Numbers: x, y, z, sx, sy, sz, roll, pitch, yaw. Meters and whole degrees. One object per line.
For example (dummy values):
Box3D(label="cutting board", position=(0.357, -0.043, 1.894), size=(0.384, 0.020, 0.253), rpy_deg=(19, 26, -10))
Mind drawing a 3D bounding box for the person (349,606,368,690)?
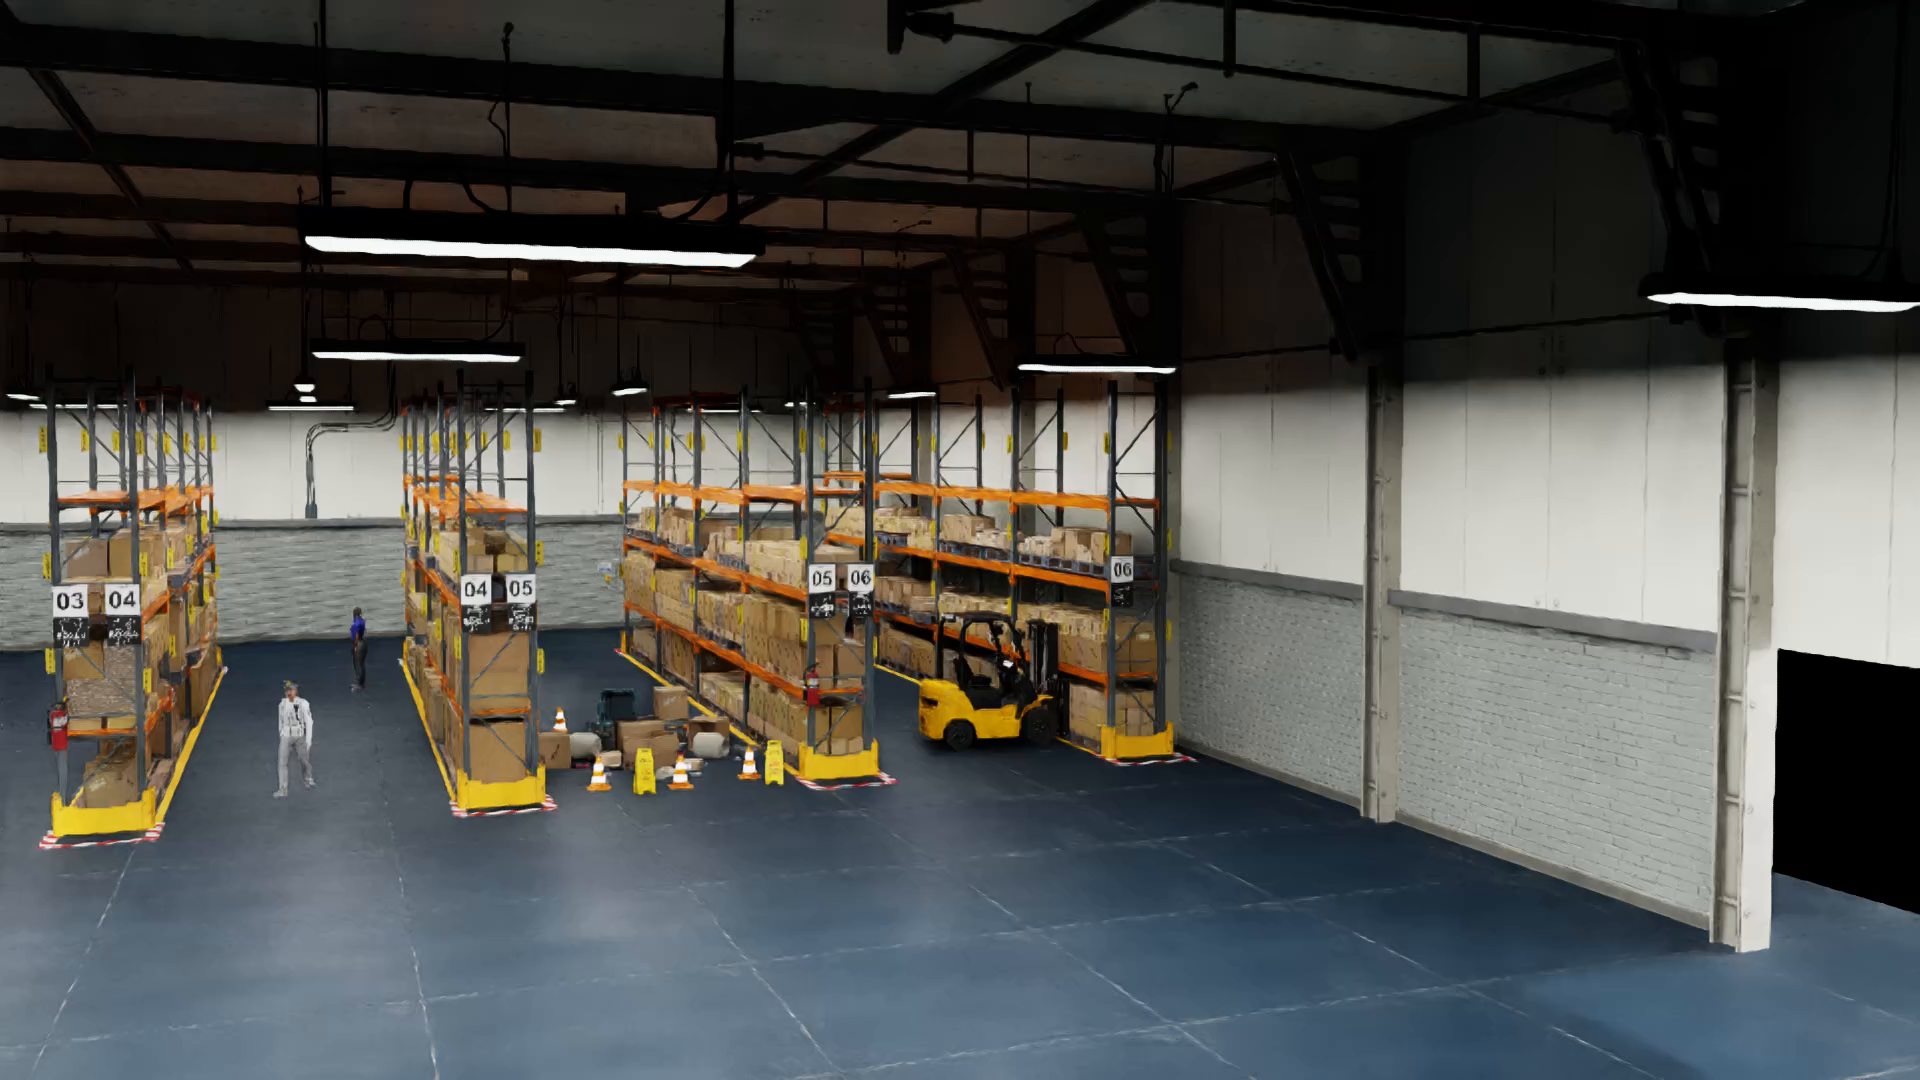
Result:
Box3D(label="person", position=(-12.285, 2.197, 33.929), size=(0.371, 1.700, 0.490), rpy_deg=(0, 3, -5))

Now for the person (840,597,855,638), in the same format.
Box3D(label="person", position=(-2.505, 2.033, 35.887), size=(0.587, 1.718, 0.647), rpy_deg=(0, 3, -1))

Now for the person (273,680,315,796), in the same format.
Box3D(label="person", position=(-9.481, 2.788, 23.741), size=(0.507, 1.636, 0.908), rpy_deg=(0, 3, -4))
